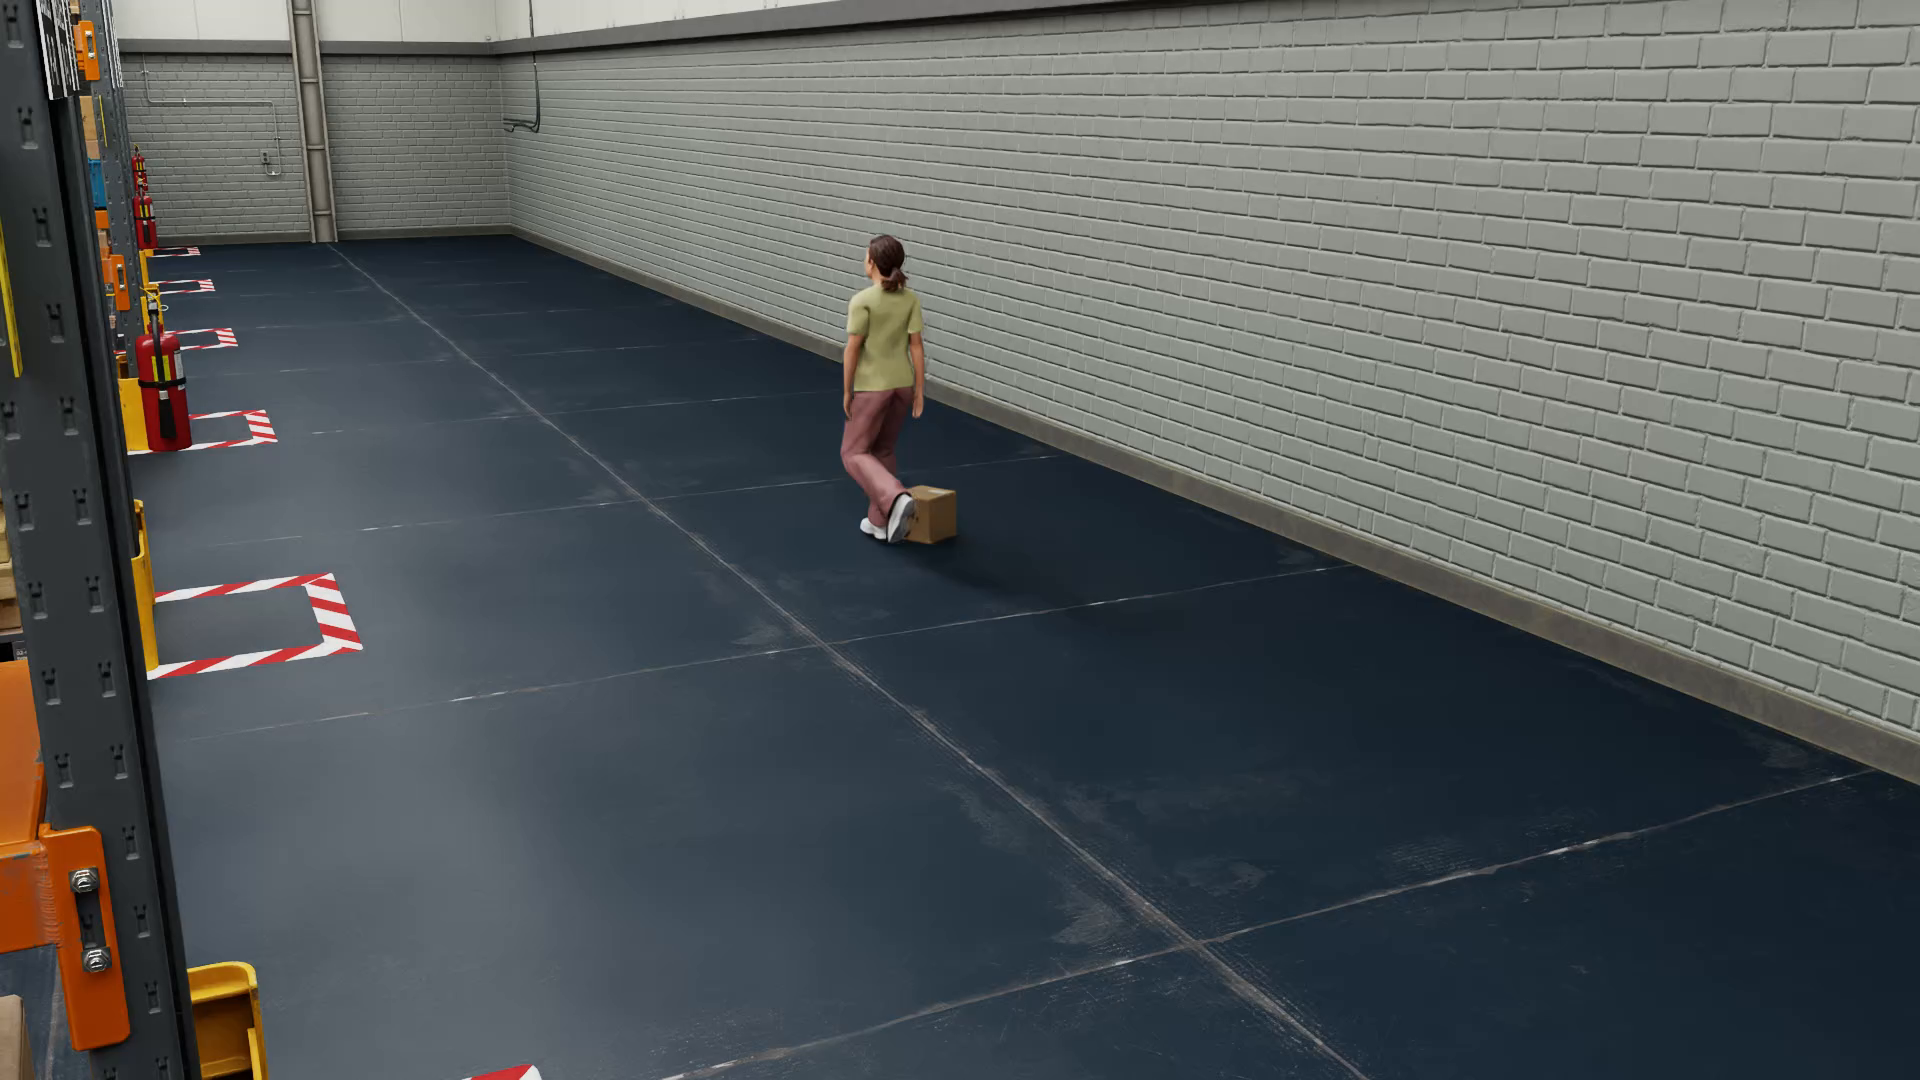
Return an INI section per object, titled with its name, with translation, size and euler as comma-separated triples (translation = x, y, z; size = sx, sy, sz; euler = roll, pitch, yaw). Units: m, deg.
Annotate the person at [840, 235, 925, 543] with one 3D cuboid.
[person]
translation = -0.390, -0.777, 8.819
size = 0.458, 1.647, 0.703
euler = -10, 18, -33
